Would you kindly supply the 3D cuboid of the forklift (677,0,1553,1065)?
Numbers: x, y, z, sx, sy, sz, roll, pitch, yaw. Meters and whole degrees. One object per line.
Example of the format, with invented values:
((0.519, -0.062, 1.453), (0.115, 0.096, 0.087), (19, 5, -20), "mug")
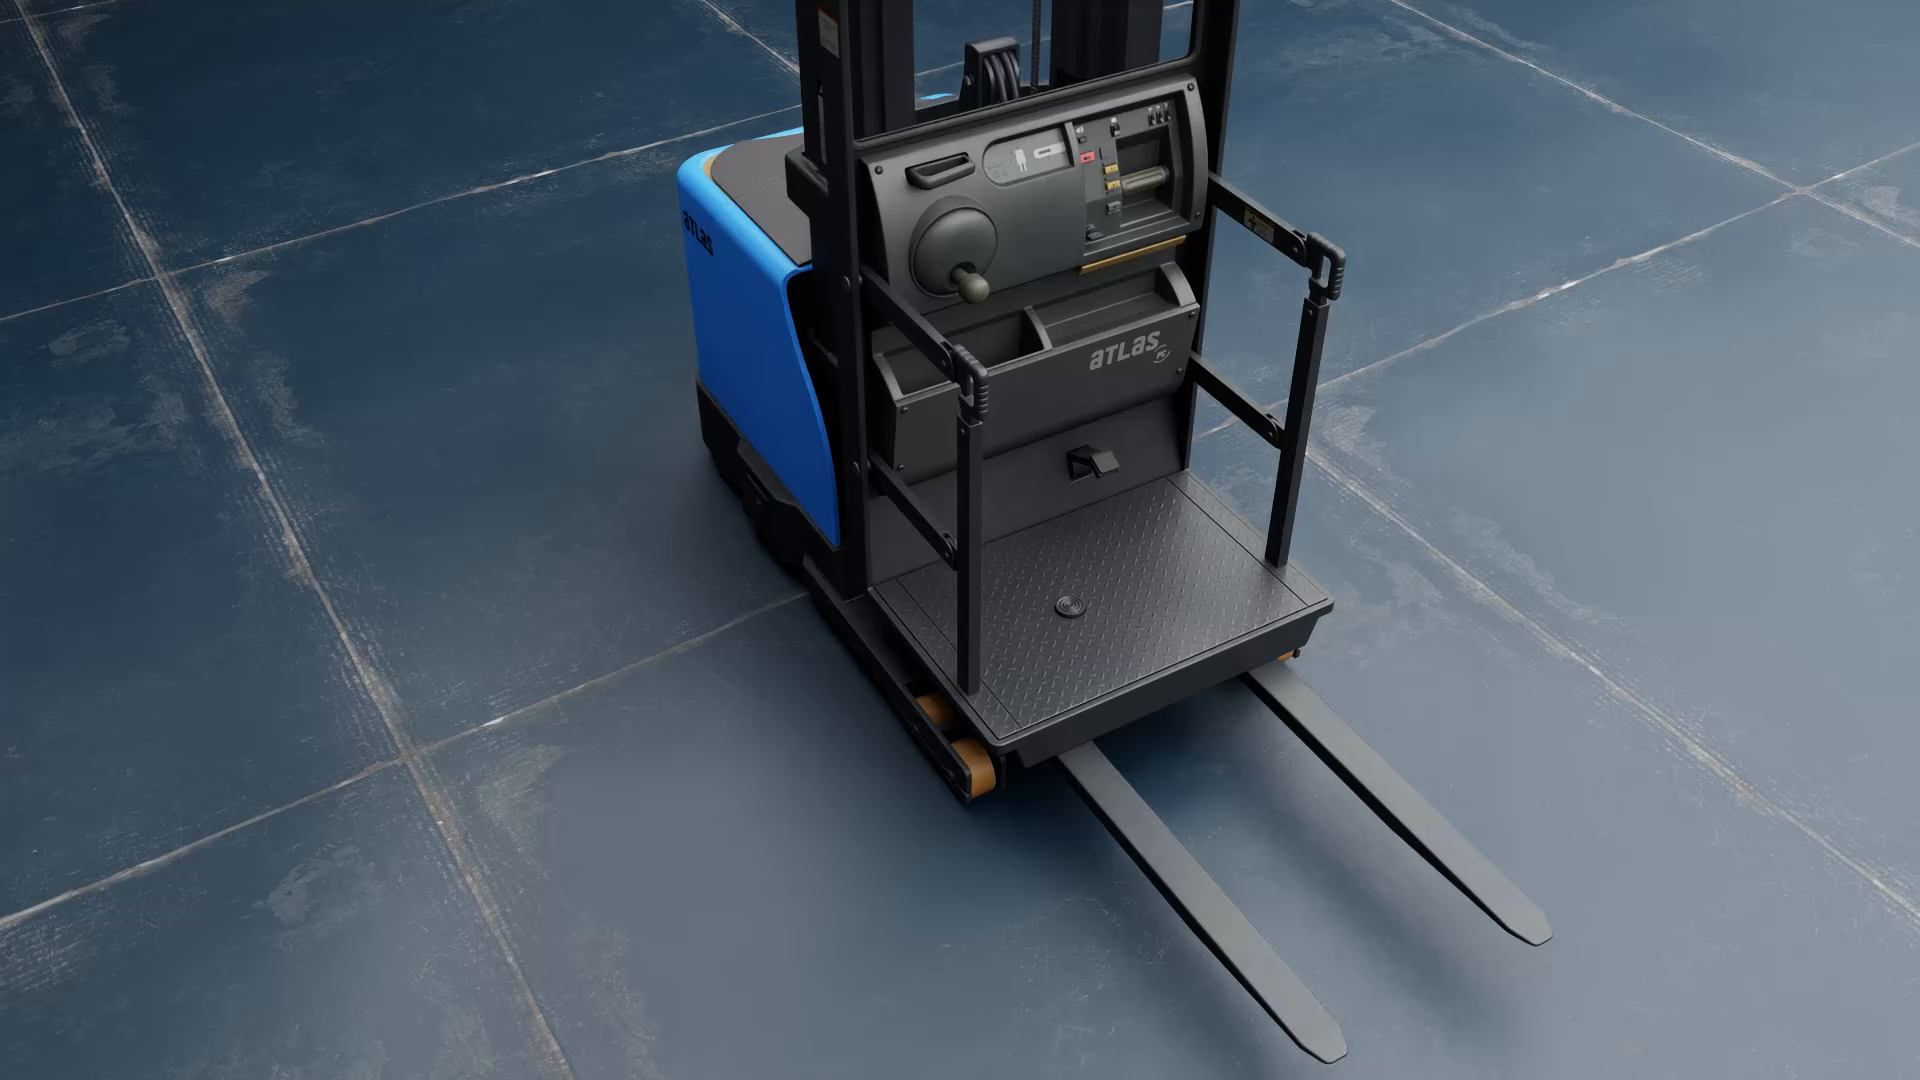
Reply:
((0.315, -0.778, 3.894), (1.130, 2.935, 3.031), (-20, 44, -23), "forklift")
